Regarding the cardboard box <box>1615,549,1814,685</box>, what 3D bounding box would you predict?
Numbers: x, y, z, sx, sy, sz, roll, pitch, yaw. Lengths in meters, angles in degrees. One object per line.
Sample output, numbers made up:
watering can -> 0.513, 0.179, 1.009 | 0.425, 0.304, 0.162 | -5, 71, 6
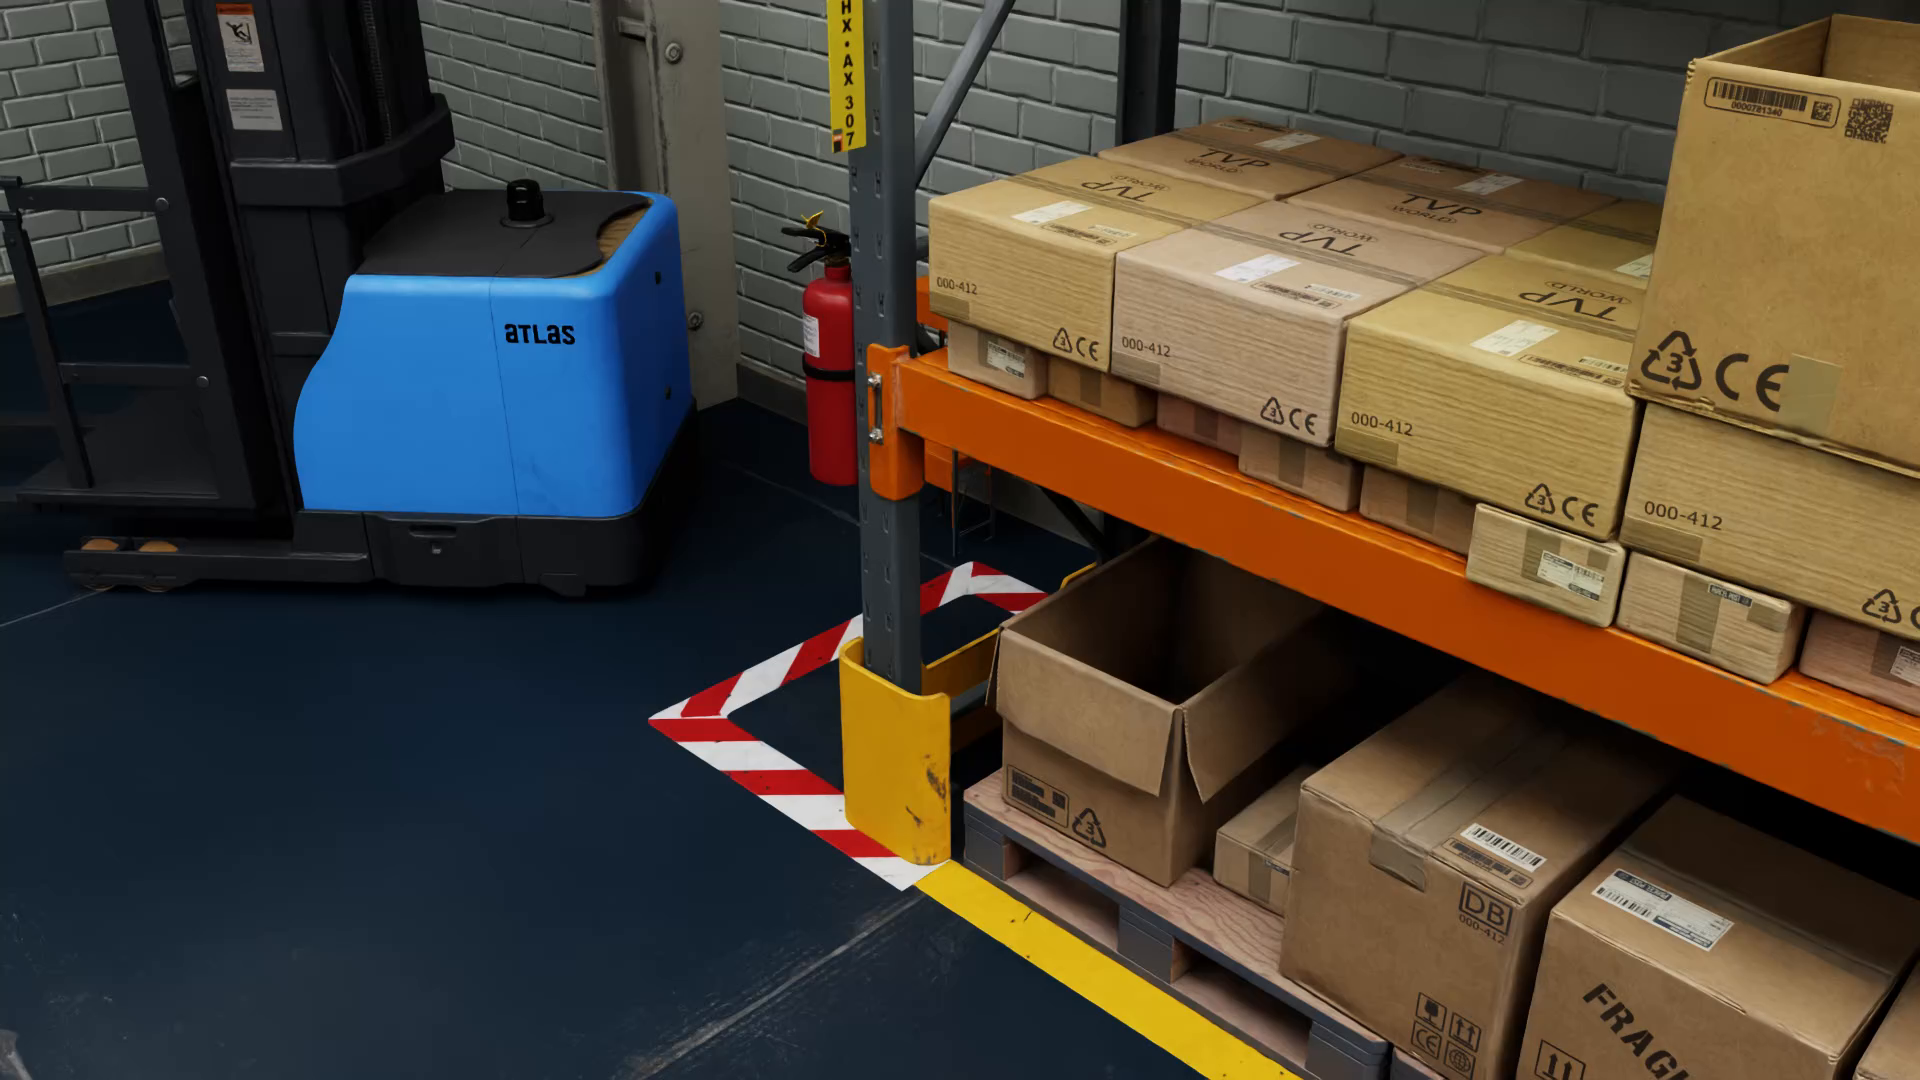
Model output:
cardboard box -> 1.277, 0.057, 2.688 | 0.380, 0.149, 0.250 | -24, 36, -38

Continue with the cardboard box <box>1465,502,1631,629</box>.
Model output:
cardboard box -> 1.075, -0.022, 2.839 | 0.250, 0.149, 0.380 | 23, 36, 37

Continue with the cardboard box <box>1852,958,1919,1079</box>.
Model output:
cardboard box -> 1.841, 1.014, 2.834 | 0.500, 0.500, 0.700 | 23, 35, 37

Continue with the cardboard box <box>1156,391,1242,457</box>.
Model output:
cardboard box -> 0.617, -0.317, 3.400 | 0.250, 0.149, 0.380 | 24, 36, 38

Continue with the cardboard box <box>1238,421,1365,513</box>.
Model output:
cardboard box -> 0.754, -0.214, 3.204 | 0.380, 0.149, 0.250 | -24, 36, -38

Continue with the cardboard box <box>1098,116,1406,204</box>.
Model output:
cardboard box -> 0.663, -0.772, 3.836 | 0.500, 0.250, 0.500 | -24, 36, -38

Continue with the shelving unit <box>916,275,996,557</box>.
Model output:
shelving unit -> -0.038, -0.482, 5.539 | 0.252, 1.050, 0.215 | 25, 36, 38

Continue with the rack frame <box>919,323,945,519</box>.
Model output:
rack frame -> -0.125, -0.522, 5.615 | 0.008, 1.050, 0.200 | 25, 36, 38

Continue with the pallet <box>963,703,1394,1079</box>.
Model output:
pallet -> 0.772, 0.751, 4.096 | 1.213, 0.211, 1.003 | 25, 36, 38

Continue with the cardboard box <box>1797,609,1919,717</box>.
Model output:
cardboard box -> 1.509, 0.118, 2.572 | 0.250, 0.149, 0.380 | 24, 36, 38

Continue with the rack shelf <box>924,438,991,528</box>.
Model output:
rack shelf -> -0.038, -0.227, 5.673 | 0.240, 0.259, 0.215 | 25, 36, 38

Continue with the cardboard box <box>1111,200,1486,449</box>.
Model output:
cardboard box -> 0.643, -0.432, 3.189 | 0.500, 0.250, 0.500 | -25, 37, -39

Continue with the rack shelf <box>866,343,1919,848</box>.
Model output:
rack shelf -> 1.575, 0.203, 2.914 | 4.000, 0.370, 1.077 | 25, 36, 38

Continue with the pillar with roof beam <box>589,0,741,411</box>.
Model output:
pillar with roof beam -> -4.160, -3.174, 2.117 | 0.400, 9.000, 9.100 | 25, 36, 38

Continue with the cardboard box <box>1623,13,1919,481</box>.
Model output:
cardboard box -> 1.353, -0.439, 2.397 | 0.500, 0.500, 0.500 | -24, 36, -38

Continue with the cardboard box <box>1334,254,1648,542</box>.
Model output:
cardboard box -> 1.007, -0.267, 2.877 | 0.500, 0.250, 0.500 | 24, 36, 37

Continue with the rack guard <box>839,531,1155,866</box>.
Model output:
rack guard -> 0.203, 0.363, 4.523 | 0.348, 0.500, 1.175 | 25, 36, 38

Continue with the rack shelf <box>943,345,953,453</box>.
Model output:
rack shelf -> -0.038, -0.473, 5.544 | 0.240, 0.259, 0.215 | 25, 36, 38

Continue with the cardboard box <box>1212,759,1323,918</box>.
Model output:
cardboard box -> 0.794, 0.690, 3.826 | 0.250, 0.149, 0.380 | 23, 35, 37

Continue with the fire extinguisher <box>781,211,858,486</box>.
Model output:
fire extinguisher -> -0.280, -0.464, 3.892 | 0.183, 0.674, 0.296 | 25, 36, 38

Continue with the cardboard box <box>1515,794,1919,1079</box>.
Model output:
cardboard box -> 1.408, 0.881, 3.087 | 0.500, 0.500, 0.500 | -24, 36, -38

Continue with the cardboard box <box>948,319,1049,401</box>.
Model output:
cardboard box -> 0.191, -0.459, 3.669 | 0.250, 0.149, 0.380 | 24, 36, 38

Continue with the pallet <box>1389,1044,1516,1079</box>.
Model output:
pallet -> 1.638, 1.149, 3.339 | 1.213, 0.211, 1.003 | 25, 36, 38

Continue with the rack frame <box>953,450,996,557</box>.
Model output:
rack frame -> 0.049, -0.442, 5.463 | 0.008, 1.050, 0.200 | 25, 36, 38

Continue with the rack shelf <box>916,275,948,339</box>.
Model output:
rack shelf -> -0.038, -0.724, 5.412 | 0.240, 0.259, 0.215 | 25, 36, 38

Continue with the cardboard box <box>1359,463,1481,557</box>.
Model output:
cardboard box -> 0.947, -0.129, 3.043 | 0.380, 0.149, 0.250 | -25, 36, -38

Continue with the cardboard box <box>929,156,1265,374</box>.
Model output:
cardboard box -> 0.284, -0.596, 3.502 | 0.500, 0.250, 0.500 | 25, 37, 39

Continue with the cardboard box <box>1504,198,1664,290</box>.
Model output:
cardboard box -> 1.380, -0.440, 3.205 | 0.500, 0.250, 0.500 | -24, 36, -38

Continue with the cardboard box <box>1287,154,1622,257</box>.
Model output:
cardboard box -> 1.030, -0.603, 3.515 | 0.500, 0.250, 0.500 | 25, 36, 39

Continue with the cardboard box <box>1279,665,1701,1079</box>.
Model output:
cardboard box -> 1.101, 0.675, 3.478 | 0.700, 0.500, 0.500 | -24, 36, -37

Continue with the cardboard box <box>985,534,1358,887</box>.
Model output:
cardboard box -> 0.519, 0.382, 4.032 | 0.637, 0.503, 0.797 | 23, 35, 37

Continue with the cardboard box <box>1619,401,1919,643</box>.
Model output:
cardboard box -> 1.387, -0.108, 2.573 | 0.500, 0.250, 0.500 | 23, 36, 37

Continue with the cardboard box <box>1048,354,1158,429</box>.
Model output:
cardboard box -> 0.405, -0.391, 3.541 | 0.380, 0.149, 0.250 | -24, 36, -38

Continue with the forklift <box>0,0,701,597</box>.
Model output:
forklift -> -2.496, -1.370, 5.206 | 3.031, 2.935, 1.130 | 2, 28, 3

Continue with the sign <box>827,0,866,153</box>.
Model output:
sign -> -0.231, -0.971, 3.444 | 0.005, 0.325, 0.100 | 25, 36, 38

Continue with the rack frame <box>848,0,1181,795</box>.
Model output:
rack frame -> 0.149, -0.768, 3.988 | 0.127, 3.000, 1.000 | 25, 36, 38
